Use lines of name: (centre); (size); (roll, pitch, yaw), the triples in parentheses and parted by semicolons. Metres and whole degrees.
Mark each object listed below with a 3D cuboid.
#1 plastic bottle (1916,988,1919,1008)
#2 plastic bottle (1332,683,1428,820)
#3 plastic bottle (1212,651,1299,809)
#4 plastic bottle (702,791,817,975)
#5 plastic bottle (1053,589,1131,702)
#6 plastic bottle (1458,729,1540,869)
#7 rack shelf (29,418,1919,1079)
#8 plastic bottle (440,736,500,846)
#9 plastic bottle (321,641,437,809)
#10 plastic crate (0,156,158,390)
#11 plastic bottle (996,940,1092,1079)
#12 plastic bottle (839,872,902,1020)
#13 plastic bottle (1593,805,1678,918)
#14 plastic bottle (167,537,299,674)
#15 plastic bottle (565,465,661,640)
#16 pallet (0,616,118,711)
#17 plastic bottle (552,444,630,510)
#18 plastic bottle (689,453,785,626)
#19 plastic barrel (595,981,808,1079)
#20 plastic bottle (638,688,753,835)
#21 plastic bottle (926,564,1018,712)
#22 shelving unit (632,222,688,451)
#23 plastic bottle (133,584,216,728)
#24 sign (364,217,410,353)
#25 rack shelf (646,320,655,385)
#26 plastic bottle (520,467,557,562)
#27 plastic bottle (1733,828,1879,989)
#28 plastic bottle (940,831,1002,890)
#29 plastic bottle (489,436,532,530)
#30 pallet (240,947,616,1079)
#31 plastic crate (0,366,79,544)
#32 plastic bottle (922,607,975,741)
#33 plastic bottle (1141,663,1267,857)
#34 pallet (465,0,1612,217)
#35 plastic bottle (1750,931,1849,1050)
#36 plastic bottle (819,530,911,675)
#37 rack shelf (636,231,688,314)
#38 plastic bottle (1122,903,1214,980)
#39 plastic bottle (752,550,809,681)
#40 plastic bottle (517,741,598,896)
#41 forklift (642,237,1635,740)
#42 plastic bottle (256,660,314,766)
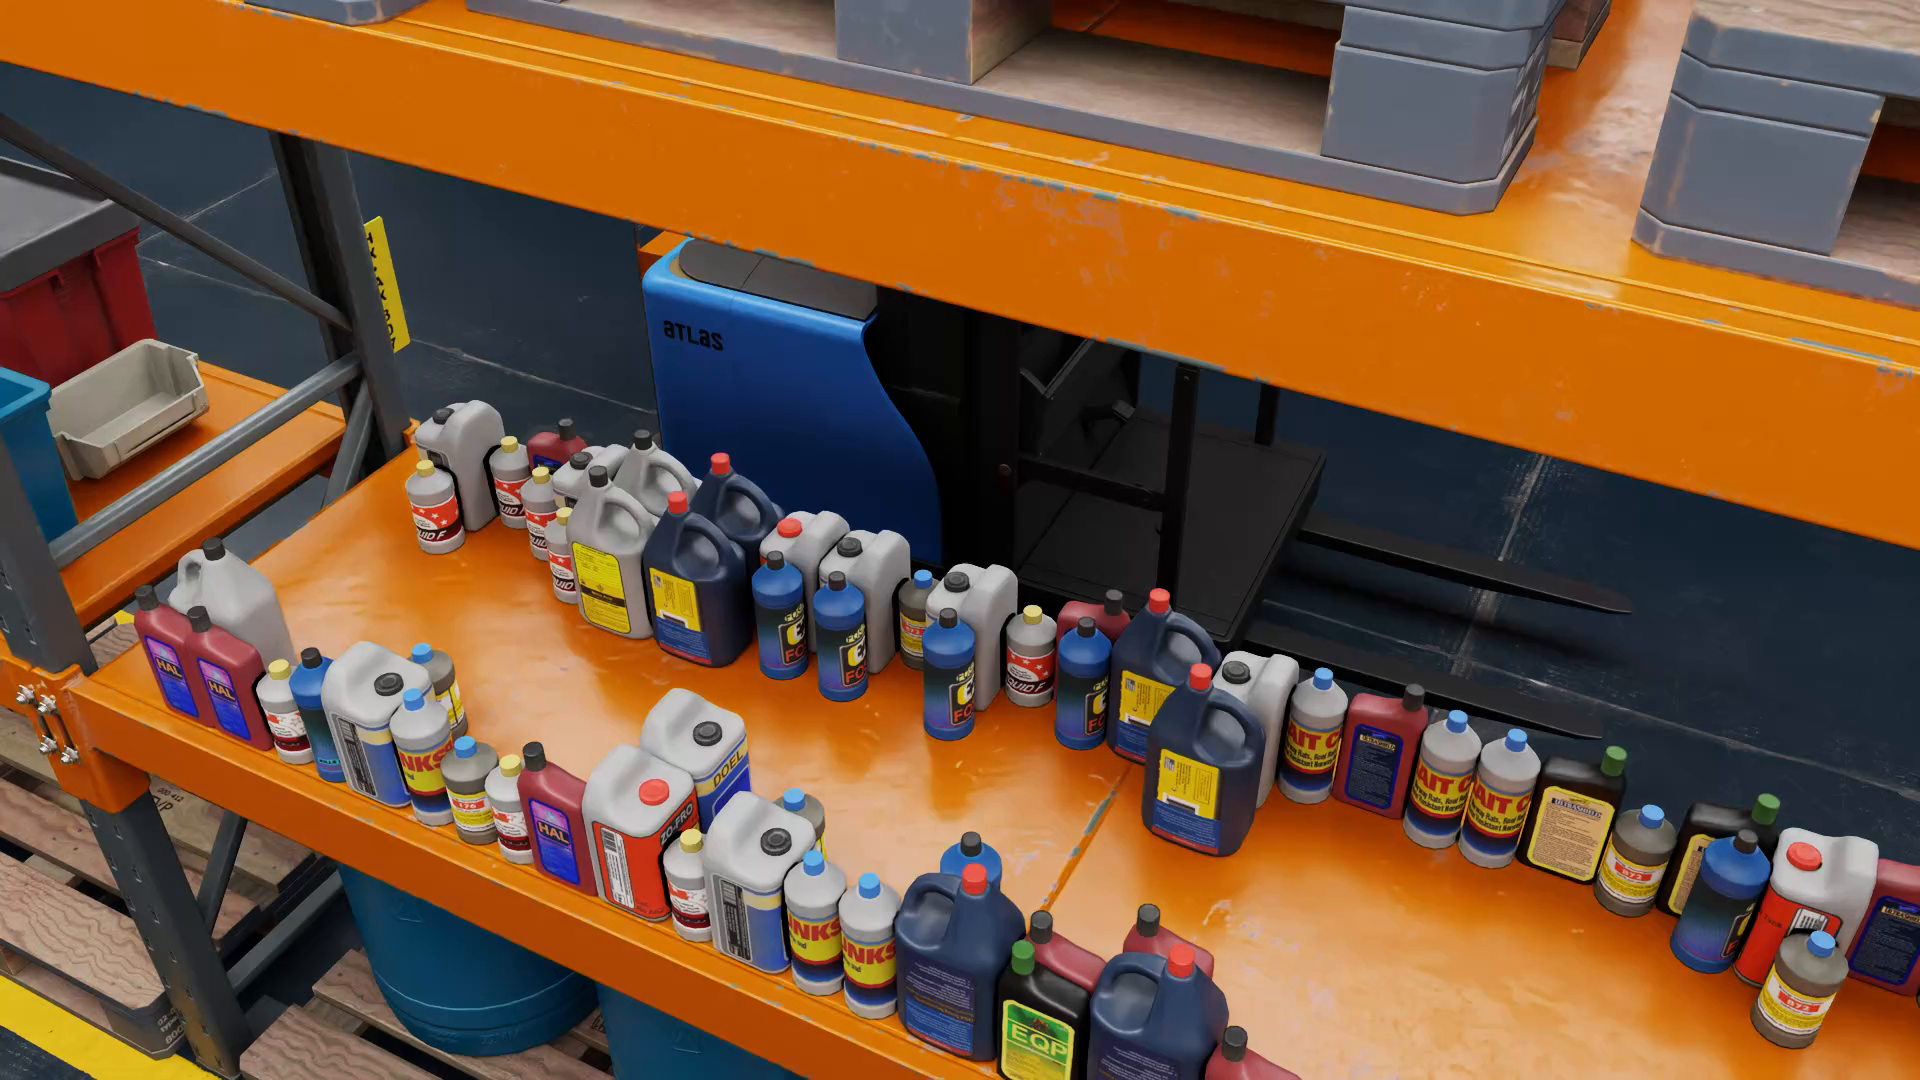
plastic bottle: (1.563, 0.659, 2.565); (0.097, 0.201, 0.097); (0, 37, 0)
plastic bottle: (0.735, 0.354, 2.899); (0.133, 0.283, 0.061); (17, 41, 21)
plastic bottle: (0.508, 0.318, 2.953); (0.135, 0.276, 0.152); (17, 41, 21)
plastic bottle: (-0.313, 0.540, 2.660); (0.135, 0.276, 0.152); (17, 41, 21)
plastic bottle: (0.246, 0.201, 3.100); (0.133, 0.283, 0.061); (17, 41, 21)
plastic bottle: (0.915, 0.428, 2.811); (0.097, 0.271, 0.097); (0, 37, 0)
rack shelf: (0.199, 0.678, 2.971); (4.000, 0.370, 1.077); (17, 41, 21)
plastic bottle: (-0.839, 0.424, 2.875); (0.097, 0.201, 0.097); (0, 37, 0)
plastic bottle: (-1.016, 0.320, 2.950); (0.135, 0.276, 0.152); (17, 41, 21)
plastic crate: (-2.254, -0.597, 3.953); (0.583, 0.464, 0.402); (17, 41, 21)
plastic bottle: (0.123, 0.704, 2.438); (0.133, 0.283, 0.061); (17, 41, 21)
plastic bottle: (-0.136, 0.616, 2.564); (0.097, 0.271, 0.097); (0, 37, 0)
plastic bottle: (1.120, 0.520, 2.748); (0.097, 0.201, 0.097); (0, 37, 0)
plastic bottle: (-1.377, 0.138, 3.128); (0.185, 0.351, 0.144); (17, 41, 21)
plastic bottle: (-0.676, 0.012, 3.294); (0.185, 0.351, 0.144); (17, 41, 21)
pallet: (-3.335, 0.424, 5.017); (1.213, 0.211, 1.003); (17, 41, 21)
plastic bottle: (-0.753, -0.078, 3.474); (0.135, 0.276, 0.152); (17, 41, 21)
plastic bottle: (-0.446, -0.014, 3.328); (0.185, 0.351, 0.144); (17, 41, 21)
plastic barrel: (-0.472, 0.861, 3.523); (0.708, 0.901, 0.600); (17, 41, 21)
plastic bottle: (-0.449, 0.394, 2.853); (0.135, 0.276, 0.152); (17, 41, 21)
plastic bottle: (0.020, 0.165, 3.155); (0.135, 0.276, 0.152); (17, 41, 21)
shelving unit: (-0.919, -0.680, 5.777); (0.252, 1.050, 0.215); (16, 40, 20)
plastic bottle: (-1.447, 0.213, 3.085); (0.133, 0.283, 0.061); (17, 41, 21)
sign: (-1.322, -0.570, 3.791); (0.005, 0.325, 0.100); (17, 41, 21)
rack shelf: (-0.919, -0.671, 5.784); (0.240, 0.259, 0.215); (16, 40, 20)
plastic bottle: (-0.872, -0.062, 3.515); (0.097, 0.201, 0.097); (0, 37, 0)
plastic bottle: (1.329, 0.575, 2.615); (0.135, 0.276, 0.152); (17, 41, 21)
plastic bottle: (0.017, 0.566, 2.630); (0.097, 0.271, 0.097); (0, 37, 0)
plastic bottle: (-0.962, -0.132, 3.607); (0.097, 0.201, 0.097); (0, 37, 0)
pallet: (-0.910, 1.183, 4.017); (1.213, 0.211, 1.003); (17, 41, 21)
plastic crate: (-2.148, -0.129, 3.402); (0.575, 0.384, 0.392); (17, 41, 21)
plastic bottle: (-0.021, 0.239, 3.061); (0.097, 0.271, 0.097); (0, 37, 0)
plastic bottle: (0.418, 0.360, 2.835); (0.185, 0.351, 0.144); (17, 41, 21)
pallet: (0.173, -0.805, 2.005); (1.213, 0.211, 1.003); (17, 41, 21)
plastic bottle: (1.288, 0.676, 2.542); (0.097, 0.201, 0.097); (0, 37, 0)
plastic bottle: (-0.186, 0.100, 3.240); (0.135, 0.276, 0.152); (17, 41, 21)
rack shelf: (-0.919, -0.897, 5.612); (0.240, 0.259, 0.215); (16, 40, 20)
plastic bottle: (0.307, 0.664, 2.491); (0.133, 0.283, 0.061); (17, 41, 21)
plastic bottle: (-0.346, 0.137, 3.195); (0.097, 0.271, 0.097); (0, 37, 0)
plastic bottle: (-0.658, 0.460, 2.760); (0.133, 0.283, 0.061); (17, 41, 21)
forklift: (0.570, -1.005, 4.650); (3.031, 2.935, 1.130); (16, 40, 20)
plastic bottle: (-1.218, 0.305, 3.032); (0.097, 0.201, 0.097); (0, 37, 0)
